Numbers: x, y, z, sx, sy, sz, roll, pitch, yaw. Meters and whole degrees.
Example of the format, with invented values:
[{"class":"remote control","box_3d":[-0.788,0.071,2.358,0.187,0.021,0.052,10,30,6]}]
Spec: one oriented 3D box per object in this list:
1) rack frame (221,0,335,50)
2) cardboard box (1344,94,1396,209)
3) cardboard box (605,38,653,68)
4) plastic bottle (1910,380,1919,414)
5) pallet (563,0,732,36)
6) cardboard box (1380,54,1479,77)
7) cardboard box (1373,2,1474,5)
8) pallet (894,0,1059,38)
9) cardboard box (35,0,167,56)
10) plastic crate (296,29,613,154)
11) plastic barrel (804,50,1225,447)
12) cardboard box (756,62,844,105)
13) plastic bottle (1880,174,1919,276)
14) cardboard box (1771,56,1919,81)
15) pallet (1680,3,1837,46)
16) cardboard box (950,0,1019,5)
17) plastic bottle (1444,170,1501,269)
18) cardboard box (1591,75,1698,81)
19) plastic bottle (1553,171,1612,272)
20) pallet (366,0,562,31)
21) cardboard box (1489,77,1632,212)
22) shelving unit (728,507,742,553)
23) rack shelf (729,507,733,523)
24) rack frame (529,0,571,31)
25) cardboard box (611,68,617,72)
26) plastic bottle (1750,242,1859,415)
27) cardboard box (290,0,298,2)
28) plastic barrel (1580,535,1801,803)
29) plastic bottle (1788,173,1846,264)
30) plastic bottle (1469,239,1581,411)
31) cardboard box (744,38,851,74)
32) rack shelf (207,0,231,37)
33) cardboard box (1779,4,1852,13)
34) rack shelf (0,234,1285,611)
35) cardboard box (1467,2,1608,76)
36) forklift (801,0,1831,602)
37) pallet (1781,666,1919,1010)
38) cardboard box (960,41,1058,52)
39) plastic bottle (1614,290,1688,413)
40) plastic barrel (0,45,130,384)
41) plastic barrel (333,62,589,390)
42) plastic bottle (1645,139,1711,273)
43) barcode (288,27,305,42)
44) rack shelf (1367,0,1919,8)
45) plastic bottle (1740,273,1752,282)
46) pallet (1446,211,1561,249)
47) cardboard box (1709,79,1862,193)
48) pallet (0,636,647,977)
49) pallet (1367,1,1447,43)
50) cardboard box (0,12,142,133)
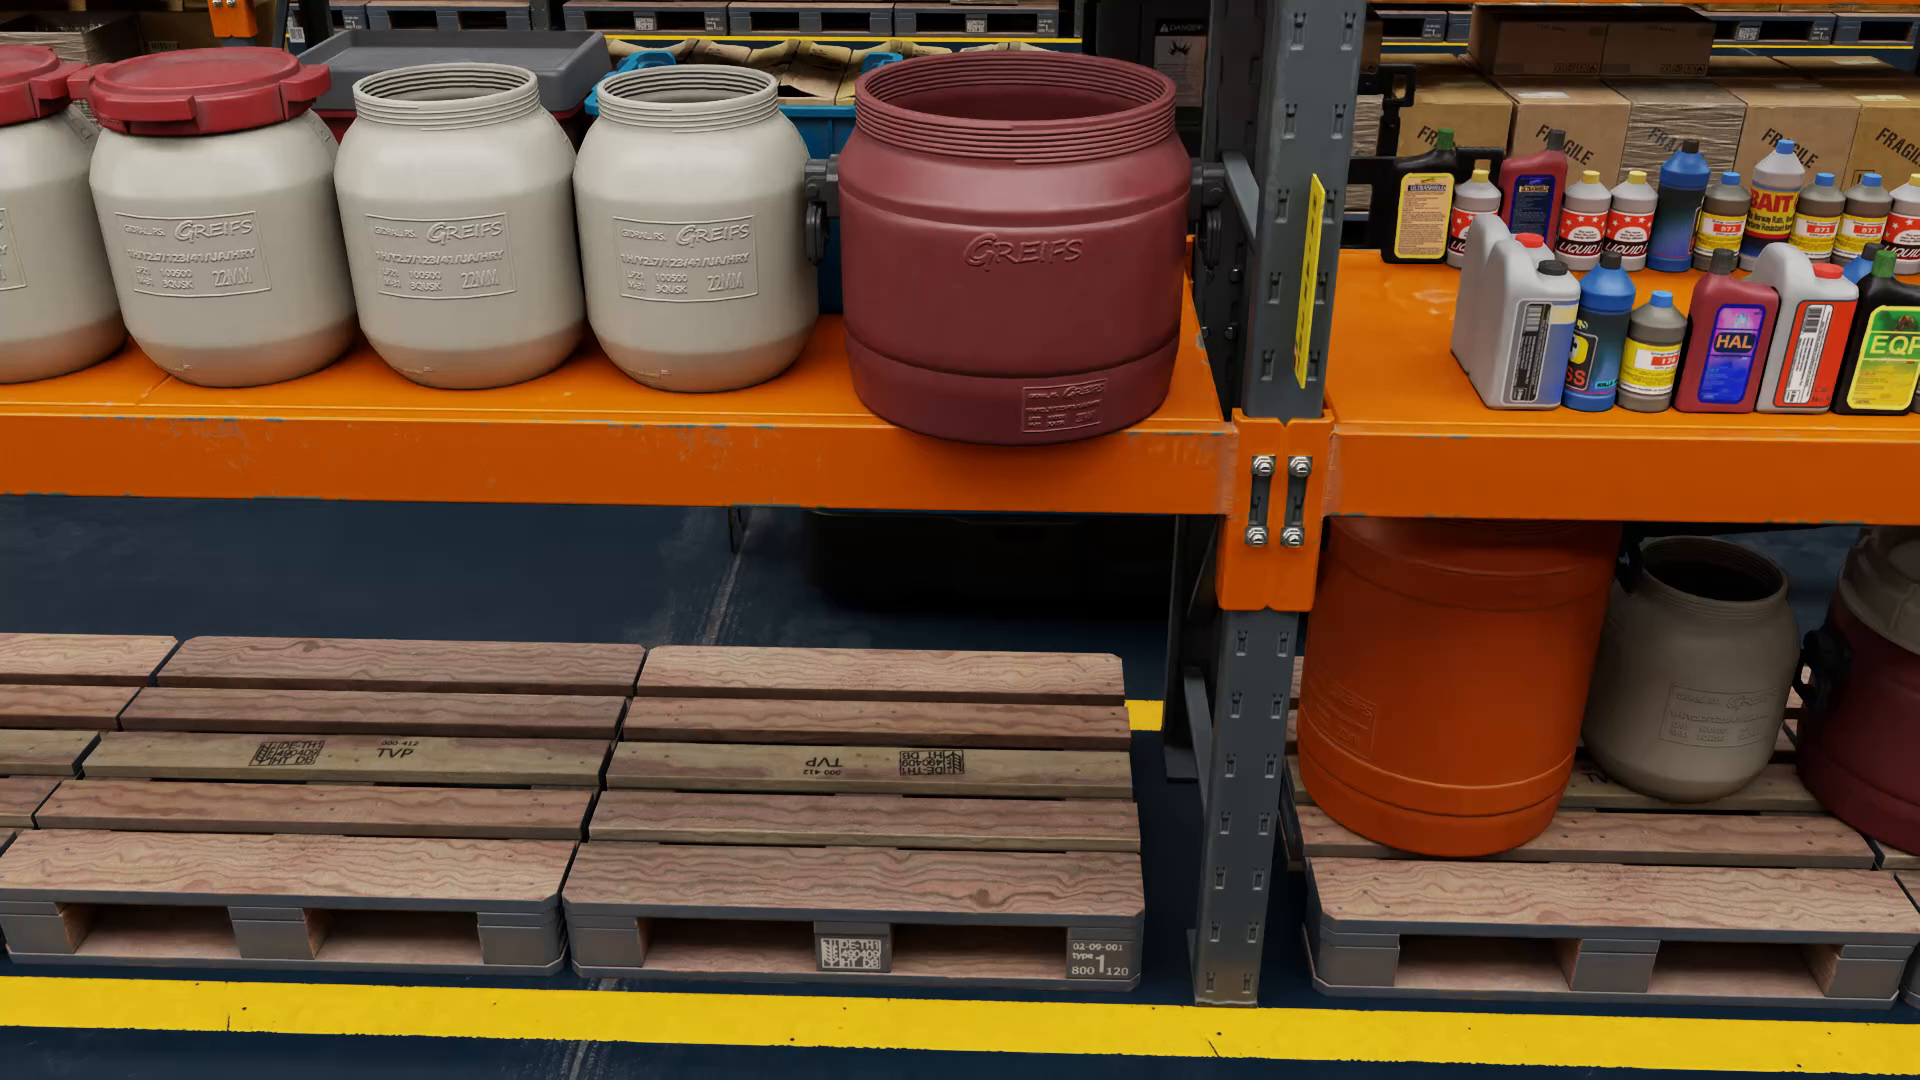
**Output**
[{"class":"rack frame","box_3d":[-3.253,-2.979,7.666,0.127,3.000,1.000,1,28,2]},{"class":"cardboard box","box_3d":[1.713,-1.855,7.746,0.500,0.500,0.500,0,28,0]},{"class":"cardboard box","box_3d":[-1.819,-2.310,8.293,0.500,0.311,0.500,1,28,2]},{"class":"plastic bottle","box_3d":[1.698,-0.323,2.869,0.097,0.201,0.097,0,28,0]},{"class":"pallet","box_3d":[-2.304,-4.053,12.671,1.213,0.211,1.003,1,28,2]},{"class":"cardboard box","box_3d":[2.205,-2.088,8.186,0.500,0.500,0.500,0,28,0]},{"class":"cardboard box","box_3d":[3.371,-4.364,12.127,0.750,0.750,0.750,2,28,3]},{"class":"pallet","box_3d":[0.135,-4.013,12.595,1.213,0.211,1.003,1,28,2]},{"class":"cardboard box","box_3d":[-4.205,-2.439,8.336,0.500,0.500,0.500,1,28,2]},{"class":"plastic crate","box_3d":[-1.038,-0.792,3.474,0.583,0.464,0.402,1,28,2]},{"class":"plastic barrel","box_3d":[0.092,-0.520,2.883,0.708,0.536,0.600,1,28,2]},{"class":"cardboard box","box_3d":[-0.811,-2.040,7.784,0.500,0.311,0.500,1,28,1]},{"class":"plastic bottle","box_3d":[2.012,-0.674,3.531,0.097,0.201,0.097,0,28,0]},{"class":"cardboard box","box_3d":[4.267,-2.058,8.130,0.500,0.500,0.500,0,28,-1]},{"class":"pallet","box_3d":[5.671,-3.884,12.351,1.213,0.211,1.003,1,28,2]},{"class":"cardboard box","box_3d":[0.194,-4.309,12.375,0.500,0.500,0.700,1,28,3]},{"class":"plastic bottle","box_3d":[1.100,-0.689,3.559,0.097,0.201,0.097,0,28,0]},{"class":"cardboard box","box_3d":[3.235,-2.074,8.159,0.500,0.500,0.500,1,28,2]},{"class":"plastic bottle","box_3d":[1.331,-0.685,3.552,0.097,0.201,0.097,0,28,0]},{"class":"pallet","box_3d":[-3.754,-4.060,12.683,1.213,0.211,1.003,1,28,2]},{"class":"cardboard box","box_3d":[2.736,-1.838,7.714,0.500,0.500,0.500,0,28,0]},{"class":"shelving unit","box_3d":[-0.585,-0.469,5.015,0.252,1.050,0.215,1,28,1]},{"class":"rack shelf","box_3d":[-0.585,-0.214,5.150,0.240,0.259,0.215,1,28,1]},{"class":"rack frame","box_3d":[-3.082,-5.297,12.041,0.127,3.000,1.000,1,28,2]},{"class":"cardboard box","box_3d":[-1.831,-2.055,7.813,0.500,0.311,0.500,0,28,0]},{"class":"plastic bottle","box_3d":[1.450,-0.373,2.884,0.135,0.276,0.152,1,28,2]},{"class":"cardboard box","box_3d":[-5.090,-4.355,12.462,0.500,0.500,0.700,-1,28,-1]},{"class":"plastic barrel","box_3d":[1.623,0.287,3.714,0.421,0.512,0.421,0,28,0]},{"class":"plastic bottle","box_3d":[1.817,-0.677,3.537,0.097,0.201,0.097,0,28,0]},{"class":"plastic bottle","box_3d":[0.987,-0.381,2.898,0.135,0.276,0.152,1,28,2]},{"class":"cardboard box","box_3d":[-0.803,-2.291,8.258,0.500,0.311,0.500,0,28,0]},{"class":"rack shelf","box_3d":[-5.252,-2.694,7.897,4.000,0.370,1.077,1,28,2]},{"class":"cardboard box","box_3d":[6.159,-4.176,12.146,0.500,0.500,0.700,1,28,1]},{"class":"rack shelf","box_3d":[-1.433,-0.309,3.399,4.000,0.370,1.077,1,28,2]},{"class":"cardboard box","box_3d":[2.767,-2.414,8.000,0.500,0.250,0.500,0,28,1]},{"class":"forklift","box_3d":[1.064,-1.321,4.612,3.031,2.935,1.130,1,28,1]},{"class":"pallet","box_3d":[2.572,0.653,3.793,1.213,0.211,1.003,1,28,2]},{"class":"cardboard box","box_3d":[0.232,-2.277,8.232,0.500,0.311,0.500,2,28,4]},{"class":"plastic bottle","box_3d":[1.199,-0.332,2.885,0.097,0.201,0.097,0,28,0]},{"class":"plastic barrel","box_3d":[-1.750,-0.590,3.015,0.433,0.535,0.433,0,28,0]},{"class":"plastic barrel","box_3d":[-0.890,-0.567,2.999,0.421,0.512,0.421,0,28,0]},{"class":"plastic bottle","box_3d":[1.525,-0.713,3.529,0.097,0.271,0.097,0,28,0]},{"class":"barcode","box_3d":[-3.012,-2.294,7.548,0.075,0.075,0.001,1,28,2]},{"class":"rack shelf","box_3d":[2.744,-2.562,7.648,4.000,0.370,1.077,1,28,2]},{"class":"plastic bottle","box_3d":[1.435,-0.399,3.012,0.097,0.201,0.097,0,28,0]},{"class":"pallet","box_3d":[2.706,-1.629,8.098,1.213,0.211,1.003,1,28,2]},{"class":"cardboard box","box_3d":[3.745,-1.823,7.685,0.500,0.500,0.500,1,28,2]},{"class":"pallet","box_3d":[-1.423,0.586,3.920,1.213,0.211,1.003,1,28,2]},{"class":"pallet","box_3d":[2.917,-3.930,12.437,1.213,0.211,1.003,1,28,2]},{"class":"cardboard box","box_3d":[-4.223,-2.200,7.884,0.500,0.500,0.500,1,28,2]}]
